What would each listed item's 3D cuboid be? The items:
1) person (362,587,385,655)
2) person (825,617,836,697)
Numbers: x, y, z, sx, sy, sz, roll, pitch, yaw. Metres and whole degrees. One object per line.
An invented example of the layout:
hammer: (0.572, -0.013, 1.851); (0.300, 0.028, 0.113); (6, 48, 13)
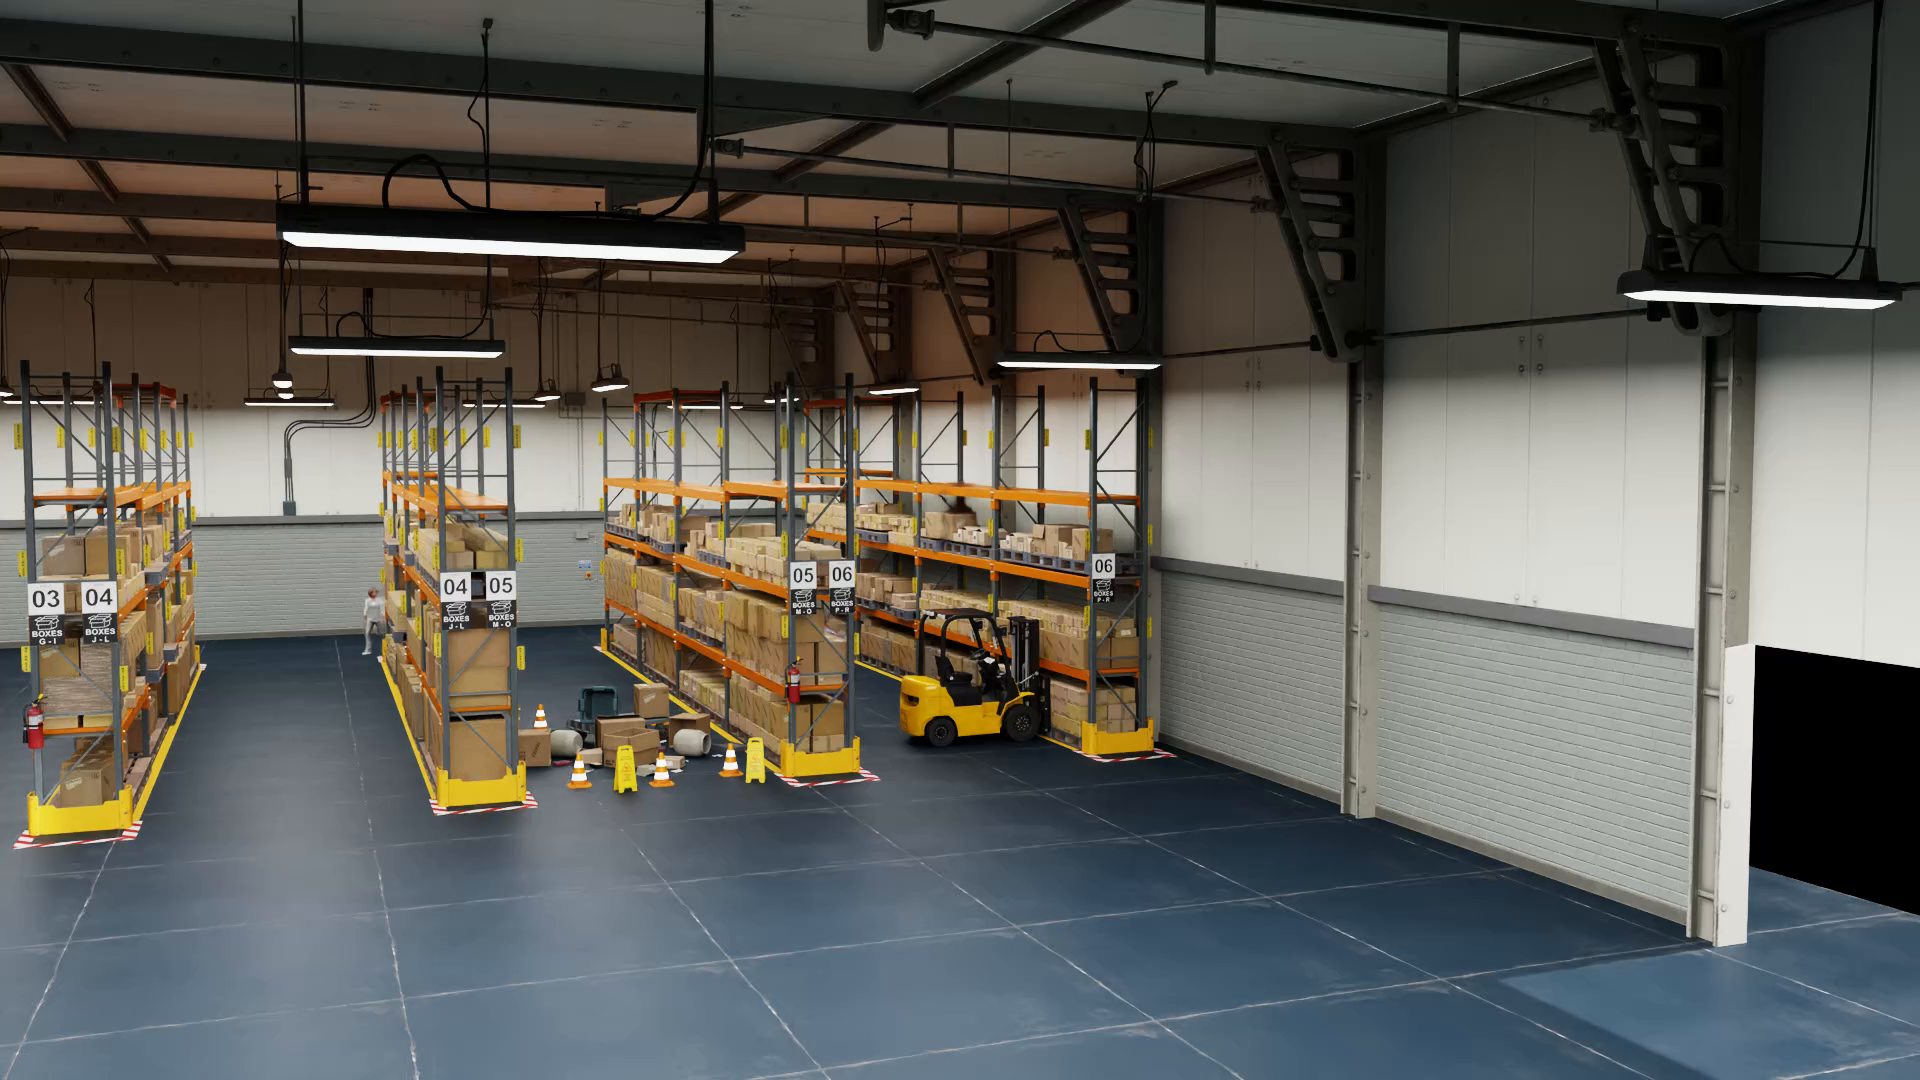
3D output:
person: (-13.691, 1.878, 38.924); (0.495, 1.547, 0.882); (1, 3, 11)
person: (-2.455, 2.195, 30.030); (0.468, 1.643, 0.729); (-1, 4, -23)
